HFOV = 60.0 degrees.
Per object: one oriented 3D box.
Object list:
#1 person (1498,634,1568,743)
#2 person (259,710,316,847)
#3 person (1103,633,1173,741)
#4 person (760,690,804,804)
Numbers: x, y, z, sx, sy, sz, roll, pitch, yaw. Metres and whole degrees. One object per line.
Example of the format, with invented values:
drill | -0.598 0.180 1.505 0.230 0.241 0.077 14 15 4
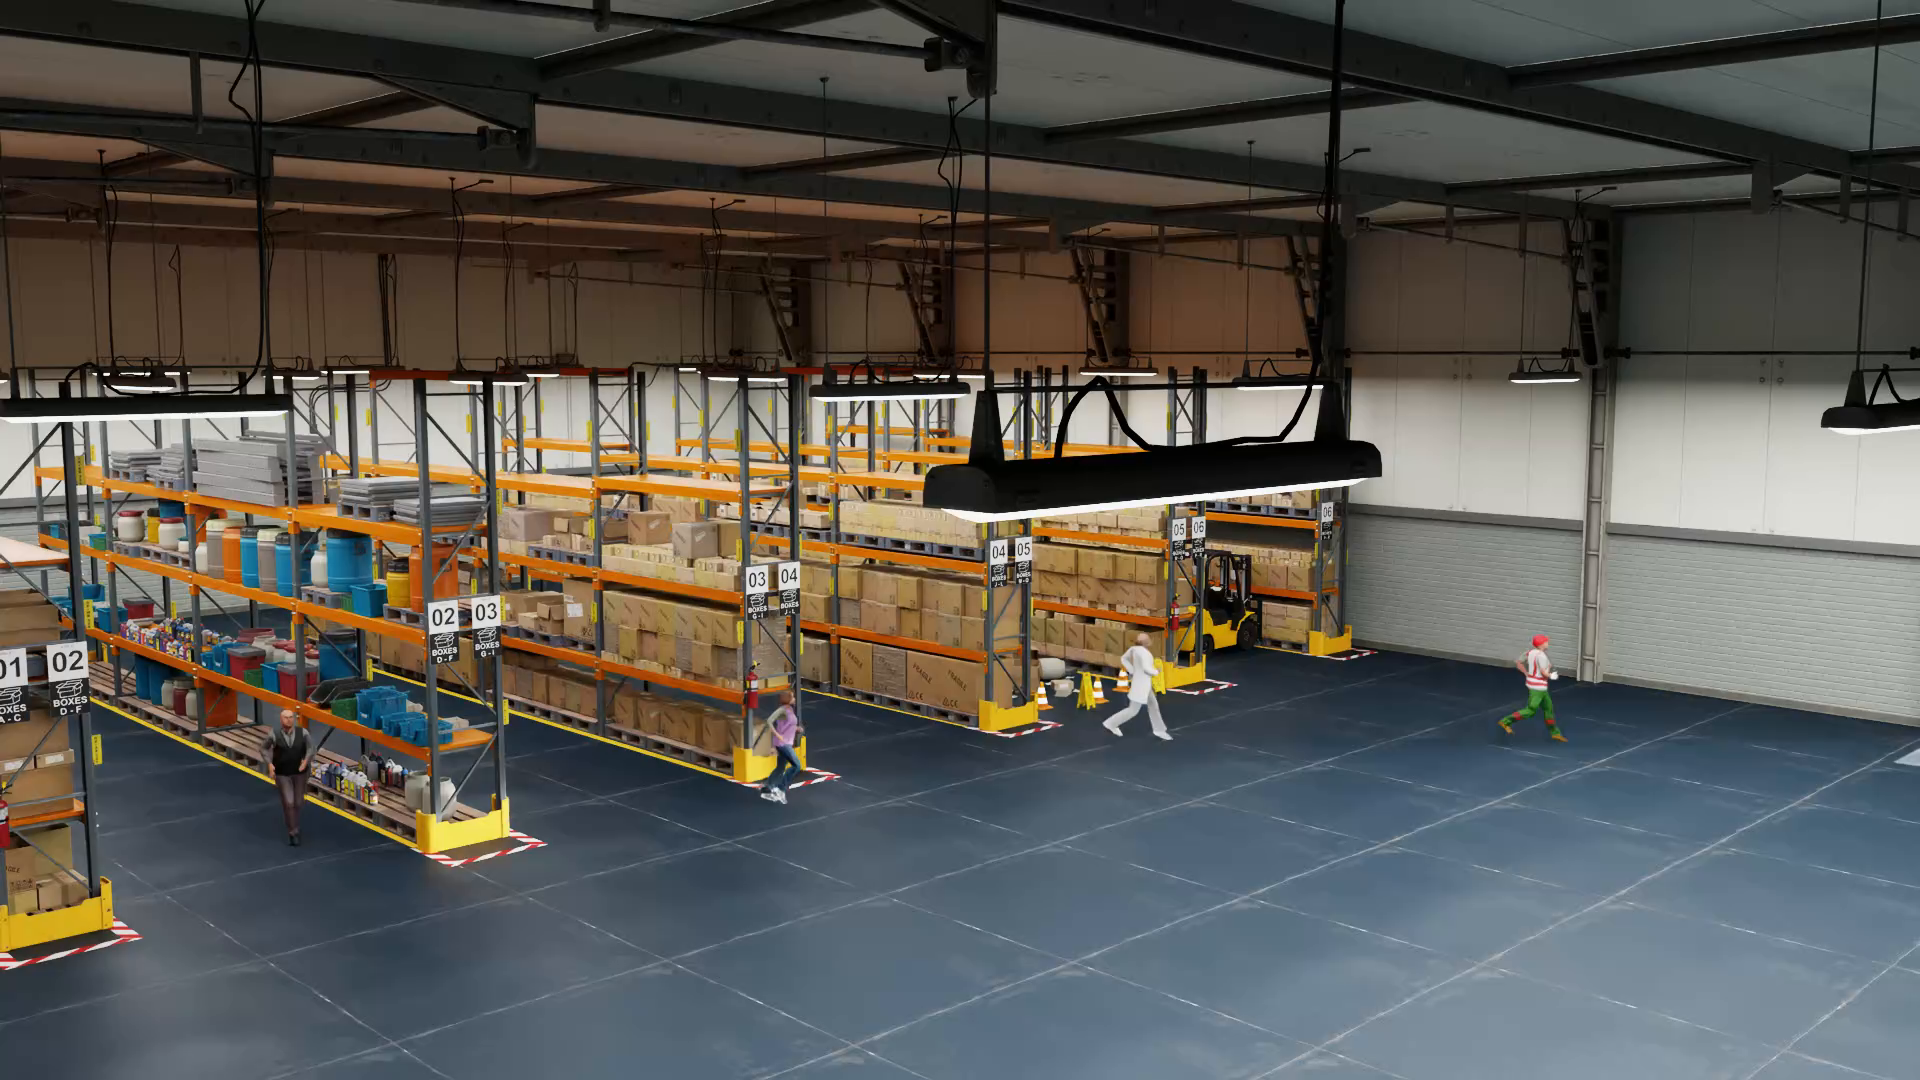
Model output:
person | 9.310 2.418 26.893 1.162 1.791 0.623 1 6 5
person | -8.744 3.050 21.605 0.606 1.724 0.849 -4 8 -34
person | 2.907 2.421 26.986 1.179 1.803 0.659 0 6 -3
person | -2.510 2.903 23.490 0.620 1.578 0.529 0 6 3
